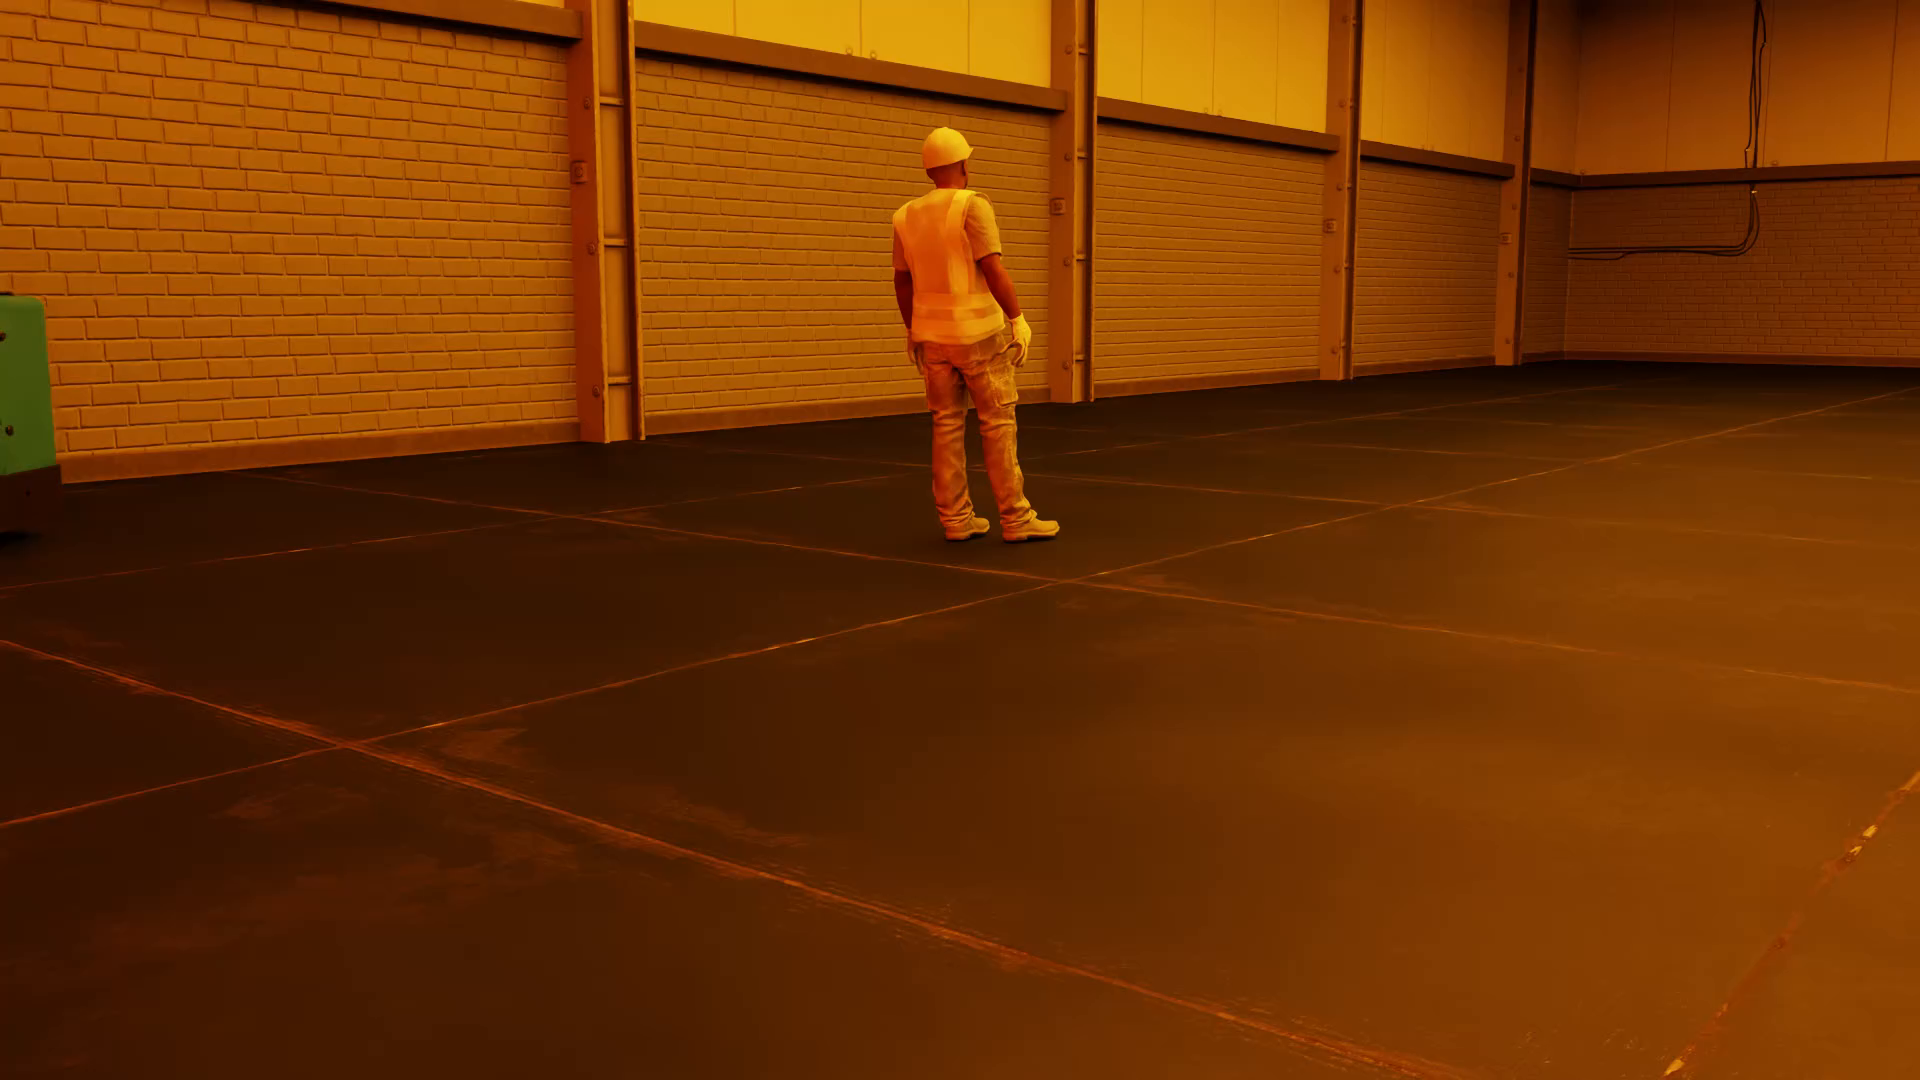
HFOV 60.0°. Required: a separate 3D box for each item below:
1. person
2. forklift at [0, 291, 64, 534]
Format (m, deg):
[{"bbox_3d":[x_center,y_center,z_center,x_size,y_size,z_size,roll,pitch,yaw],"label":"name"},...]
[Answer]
[{"bbox_3d":[0.052,-0.897,7.325,0.657,1.785,0.575,7,11,38],"label":"person"},{"bbox_3d":[-5.607,-1.414,6.943,3.031,2.935,1.130,0,8,-1],"label":"forklift"}]
